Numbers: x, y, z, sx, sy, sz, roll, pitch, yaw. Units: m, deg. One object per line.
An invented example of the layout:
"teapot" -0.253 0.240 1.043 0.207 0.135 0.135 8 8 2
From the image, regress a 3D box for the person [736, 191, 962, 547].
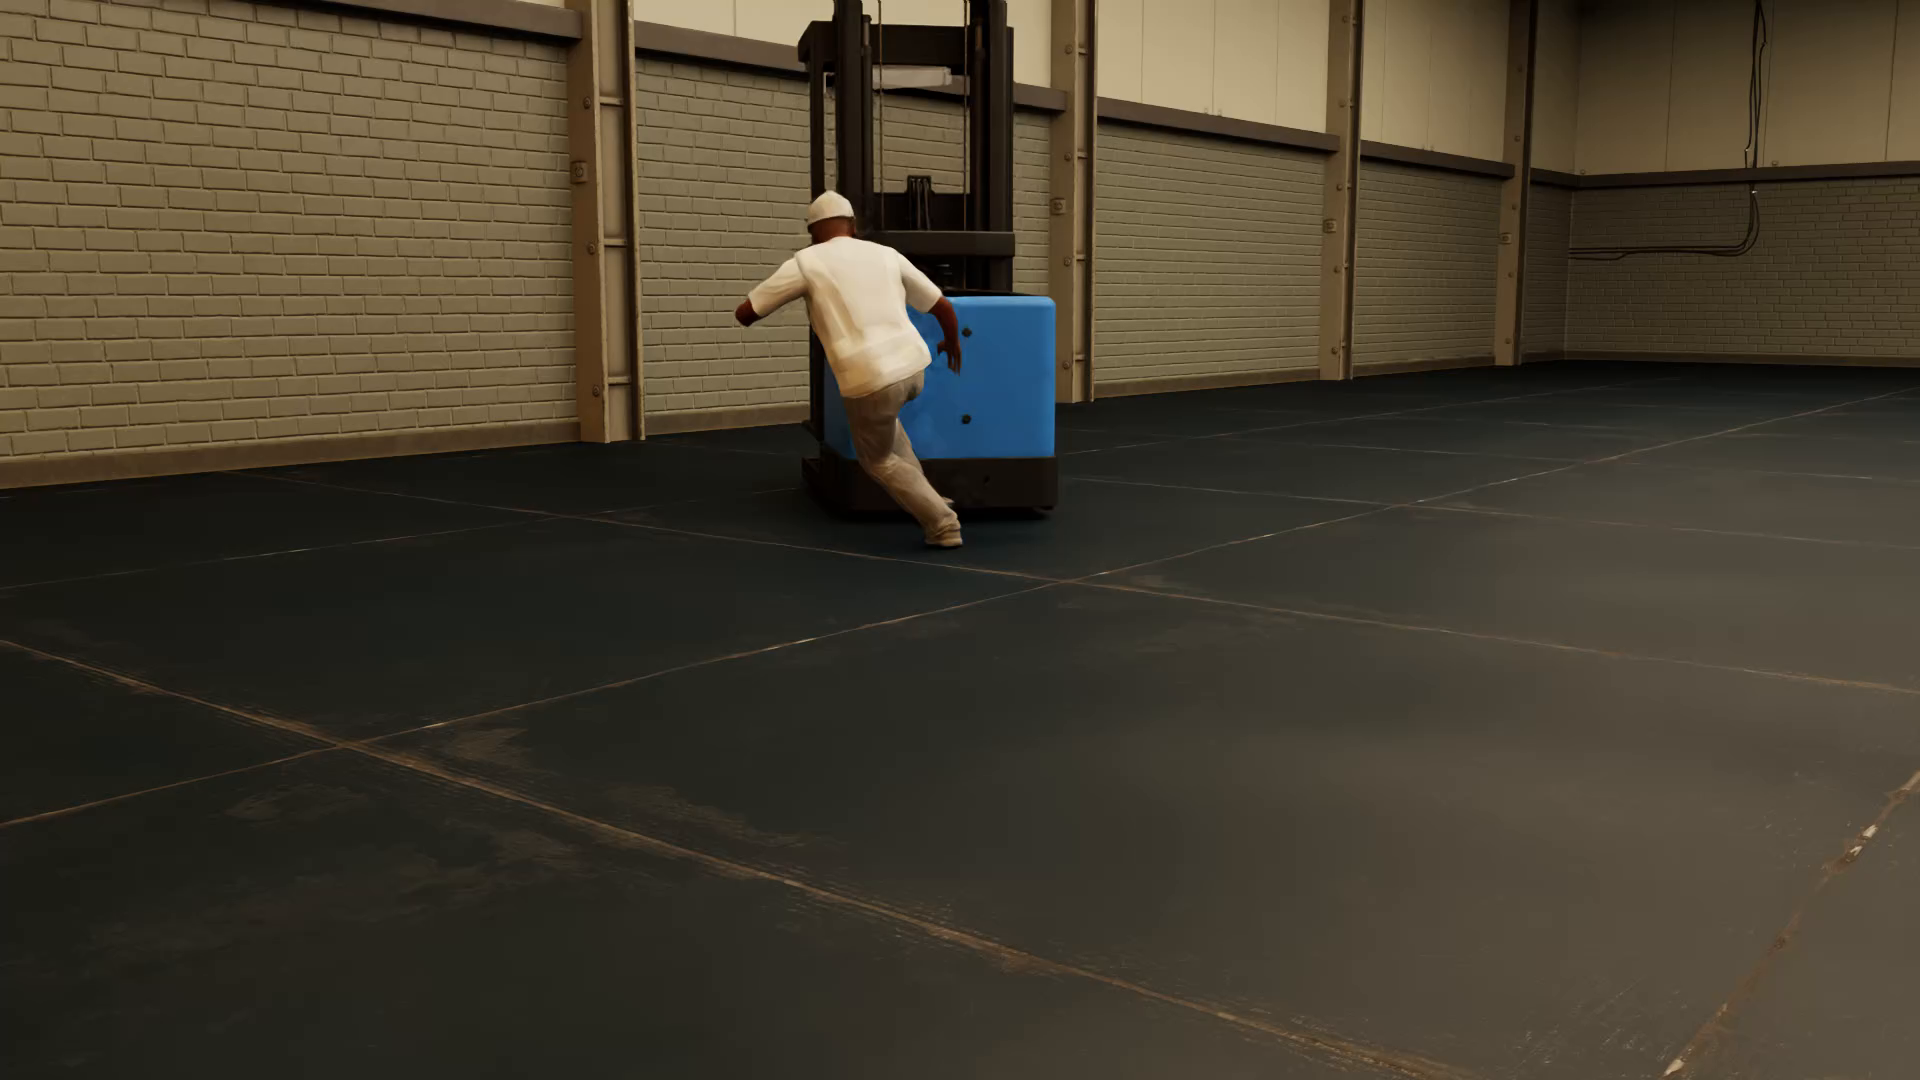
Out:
"person" -0.425 -0.724 7.168 1.018 1.526 0.907 -6 10 -37

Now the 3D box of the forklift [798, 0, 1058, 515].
"forklift" -0.301 -1.743 9.193 1.130 2.935 3.031 -2 8 -10
